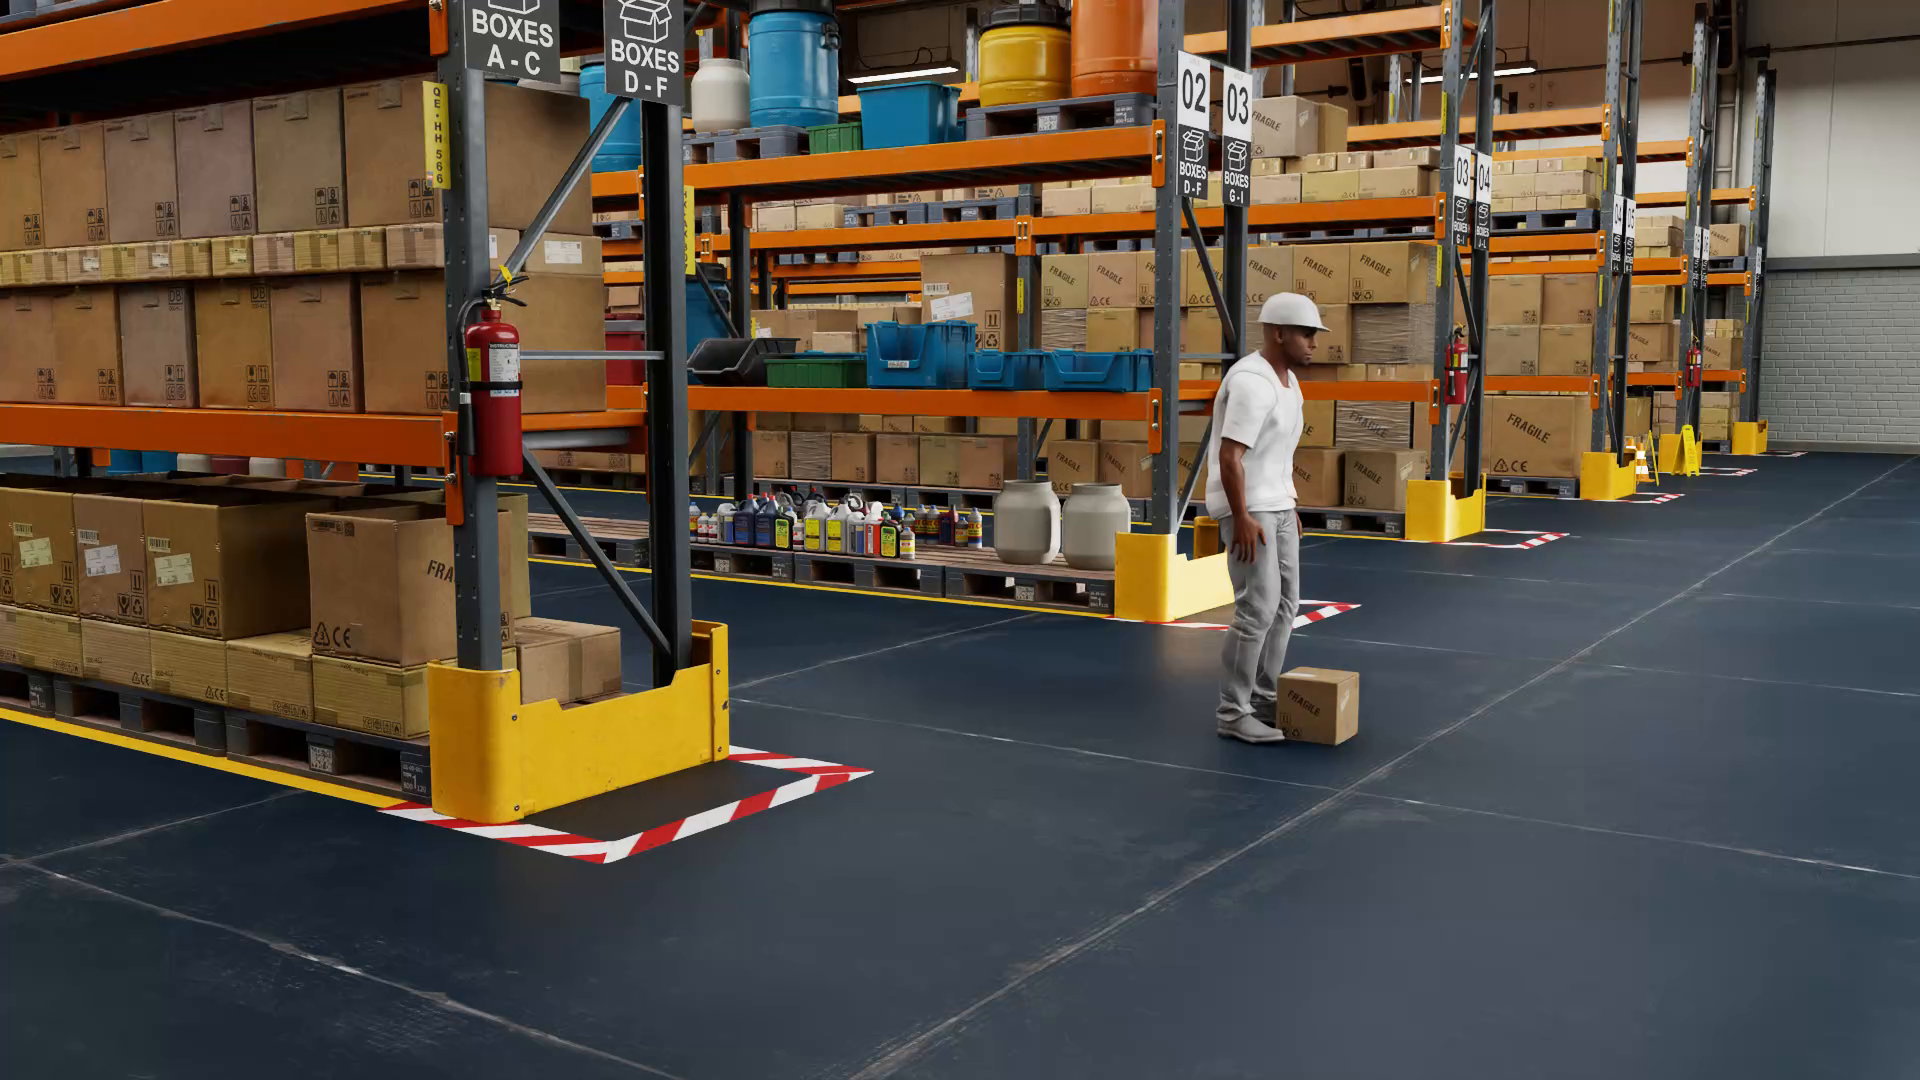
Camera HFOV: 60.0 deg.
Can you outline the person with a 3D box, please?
[{"bbox_3d":[1.229,-0.103,6.652,0.463,1.759,0.626,4,7,31],"label":"person"}]
